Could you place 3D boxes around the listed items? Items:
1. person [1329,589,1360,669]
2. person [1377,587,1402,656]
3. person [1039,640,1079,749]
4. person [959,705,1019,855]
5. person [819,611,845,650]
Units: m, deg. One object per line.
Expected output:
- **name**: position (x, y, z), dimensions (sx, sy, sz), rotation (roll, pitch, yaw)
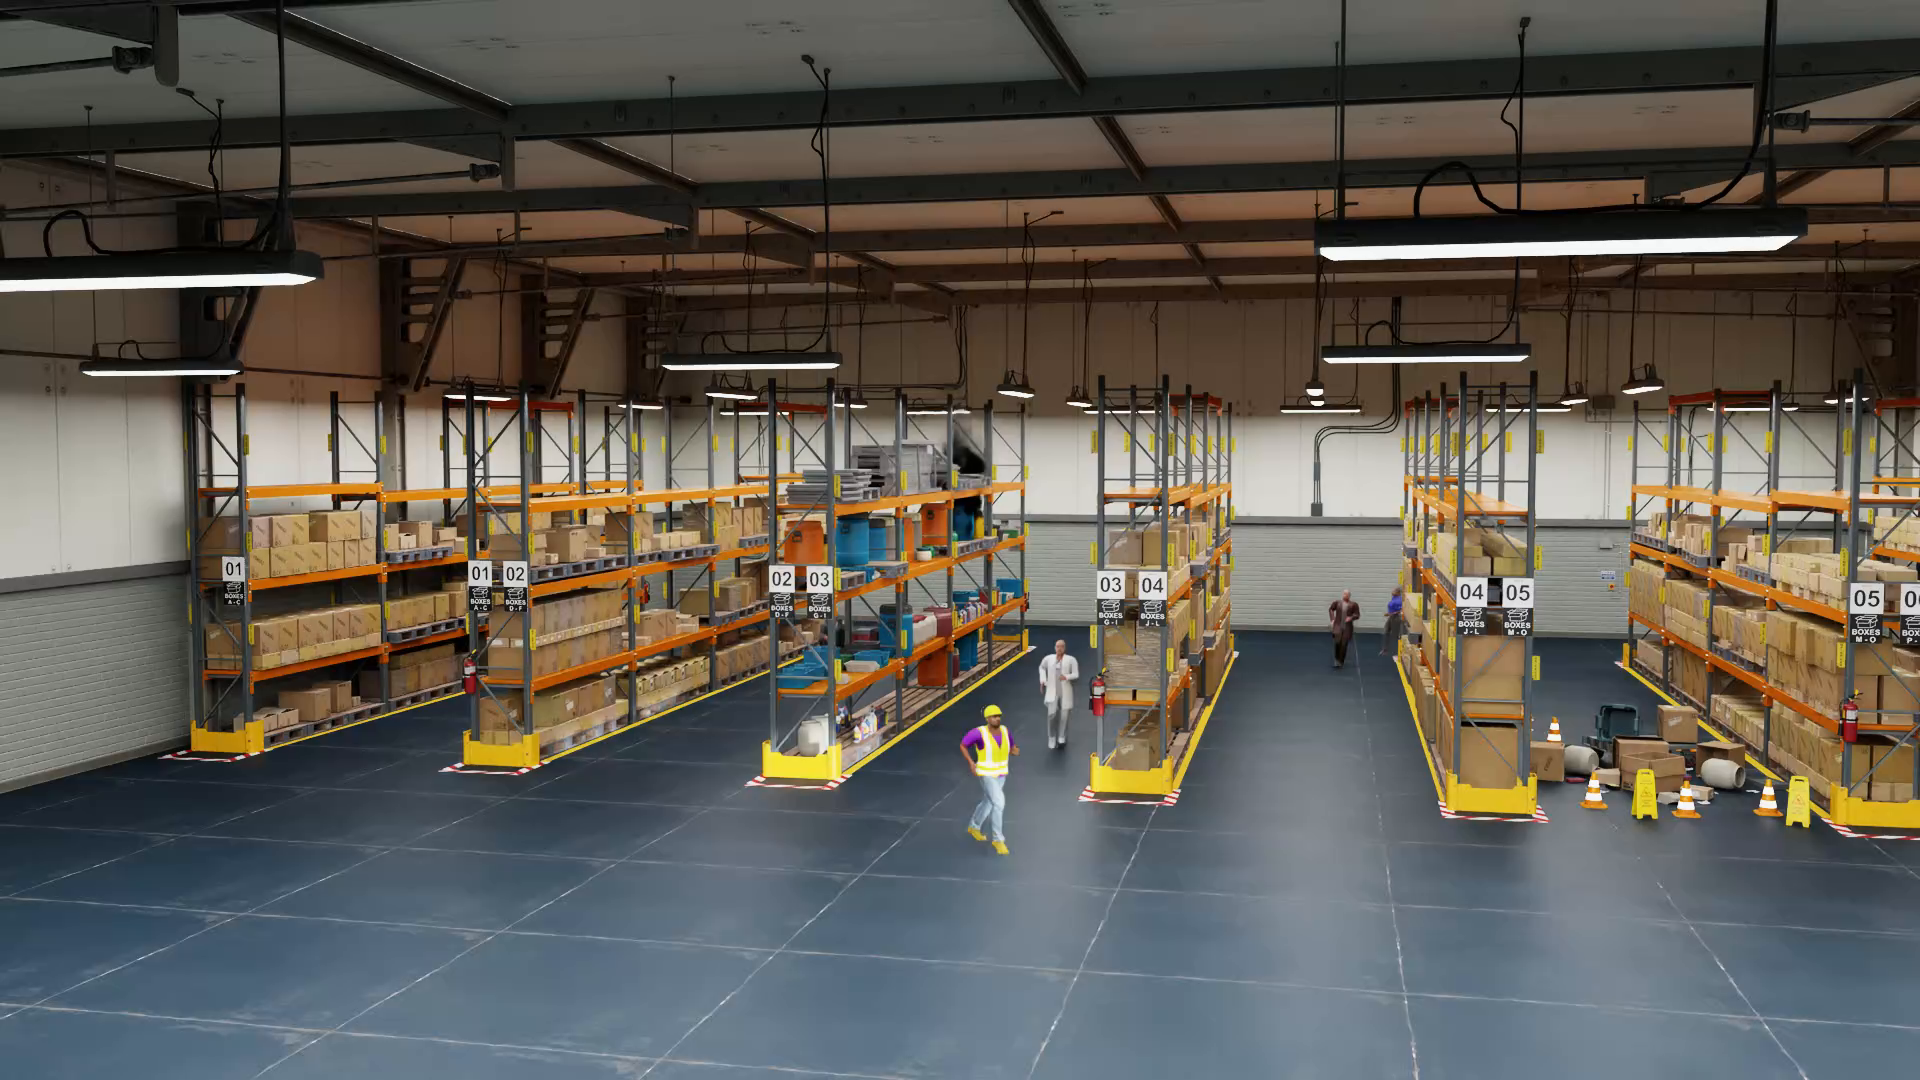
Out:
- **person**: position (8.617, 1.999, 37.315), dimensions (0.693, 1.775, 0.674), rotation (1, 3, 14)
- **person**: position (10.328, 1.943, 39.373), dimensions (0.803, 1.665, 0.594), rotation (-1, 3, -10)
- **person**: position (1.623, 2.551, 27.428), dimensions (0.660, 1.800, 0.756), rotation (0, 3, 5)
- **person**: position (0.399, 2.945, 20.656), dimensions (0.666, 1.828, 0.806), rotation (-3, 4, -43)
- **person**: position (-2.531, 2.330, 33.507), dimensions (0.635, 1.588, 0.756), rotation (0, 3, 7)
